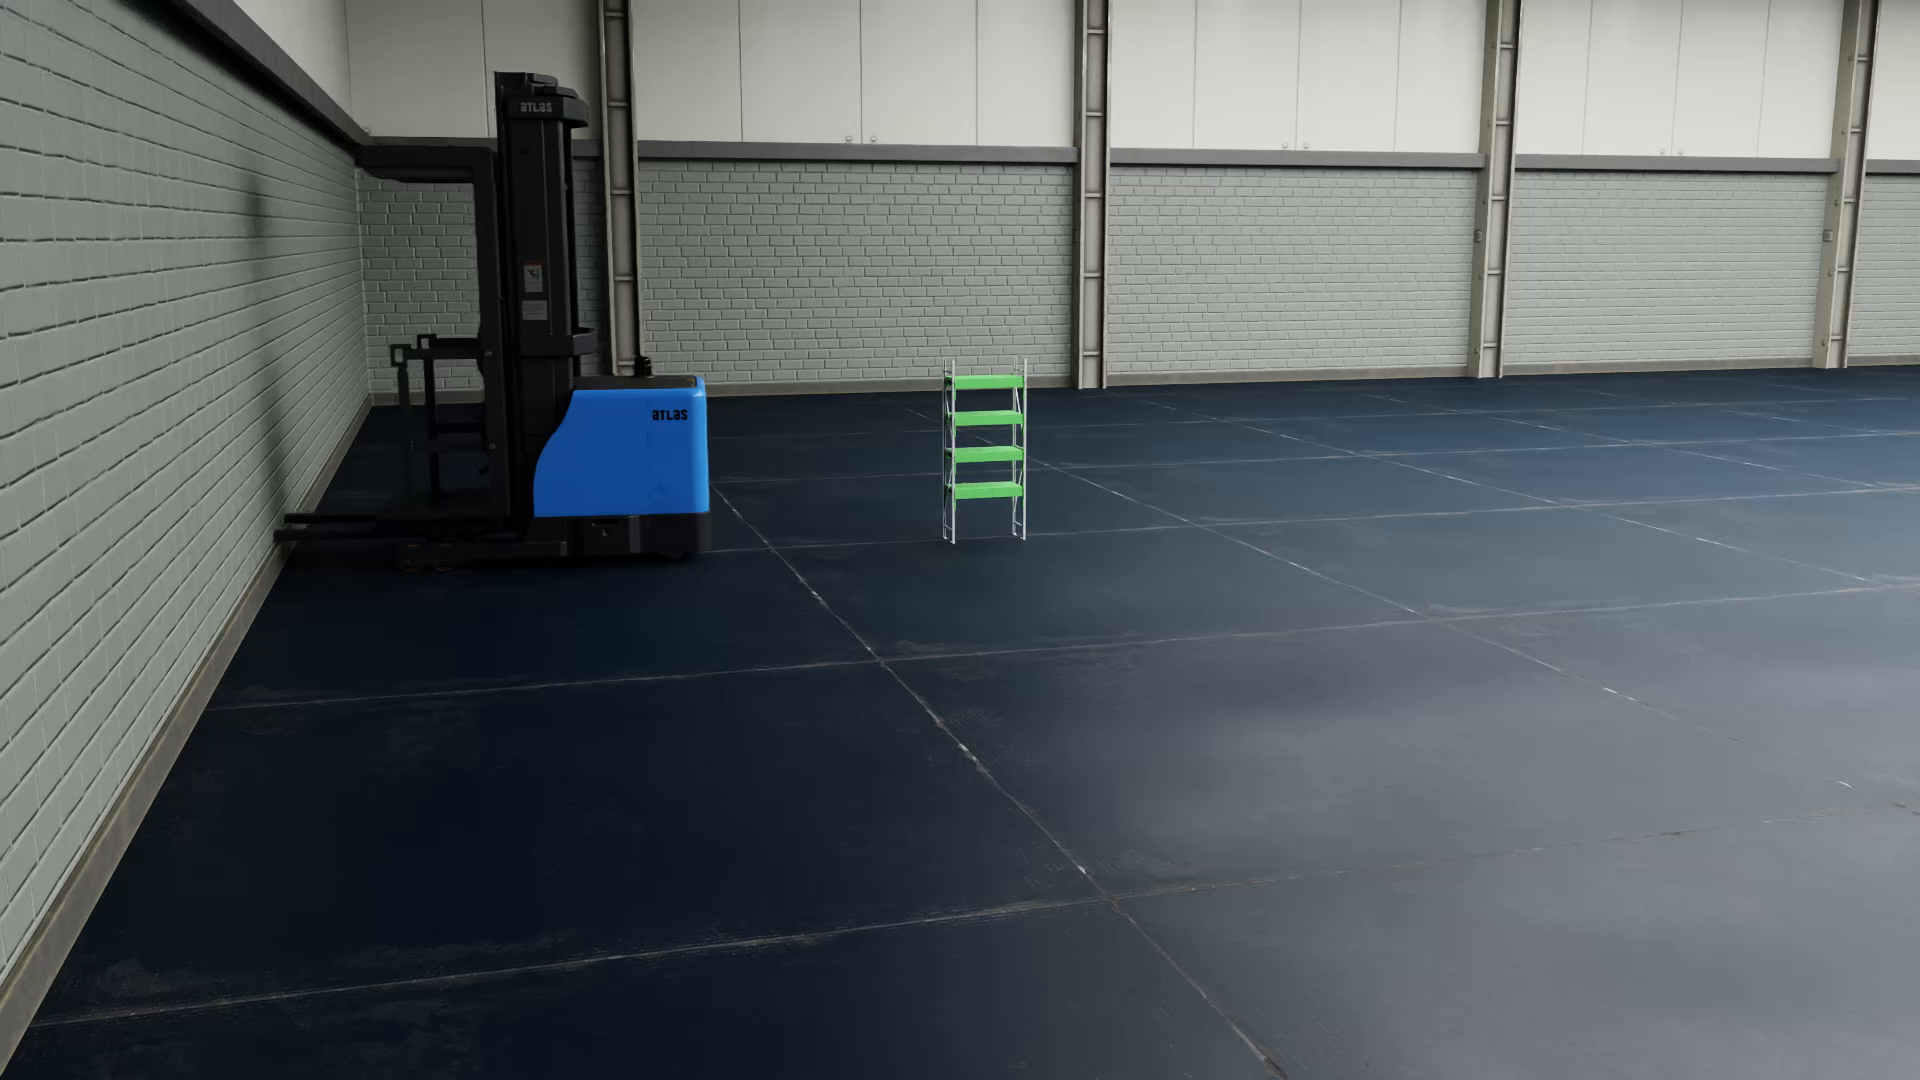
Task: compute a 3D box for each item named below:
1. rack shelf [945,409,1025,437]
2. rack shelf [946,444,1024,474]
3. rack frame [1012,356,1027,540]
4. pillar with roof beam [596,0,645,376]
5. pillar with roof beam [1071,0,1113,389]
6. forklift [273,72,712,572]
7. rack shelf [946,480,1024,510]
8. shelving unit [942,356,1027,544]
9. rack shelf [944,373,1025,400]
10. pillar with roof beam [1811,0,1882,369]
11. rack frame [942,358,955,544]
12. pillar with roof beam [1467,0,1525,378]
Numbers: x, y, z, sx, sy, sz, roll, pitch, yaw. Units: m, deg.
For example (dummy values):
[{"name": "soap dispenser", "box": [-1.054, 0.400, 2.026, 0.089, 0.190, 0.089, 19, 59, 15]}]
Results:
[{"name": "rack shelf", "box": [0.159, -0.772, 10.951, 0.480, 0.148, 0.258, -3, 11, -16]}, {"name": "rack shelf", "box": [0.159, -0.536, 10.995, 0.480, 0.148, 0.258, -3, 11, -16]}, {"name": "rack frame", "box": [0.393, -0.611, 11.050, 0.015, 1.200, 0.240, -3, 11, -16]}, {"name": "pillar with roof beam", "box": [-2.858, -5.393, 15.487, 0.400, 9.000, 9.100, -3, 11, -16]}, {"name": "pillar with roof beam", "box": [2.903, -5.697, 17.136, 0.400, 9.000, 9.100, -3, 11, -16]}, {"name": "forklift", "box": [-3.108, -1.352, 10.294, 3.031, 2.935, 1.130, -2, 11, -9]}, {"name": "rack shelf", "box": [0.159, -0.300, 11.038, 0.480, 0.148, 0.258, -3, 11, -16]}, {"name": "shelving unit", "box": [0.159, -0.598, 10.983, 0.503, 1.200, 0.258, -3, 11, -16]}, {"name": "rack shelf", "box": [0.159, -1.008, 10.908, 0.480, 0.148, 0.258, -3, 11, -16]}, {"name": "pillar with roof beam", "box": [14.424, -6.304, 20.435, 0.400, 9.000, 9.100, -3, 11, -16]}, {"name": "rack frame", "box": [-0.075, -0.586, 10.916, 0.015, 1.200, 0.240, -3, 11, -16]}, {"name": "pillar with roof beam", "box": [8.664, -6.000, 18.786, 0.400, 9.000, 9.100, -3, 11, -16]}]
